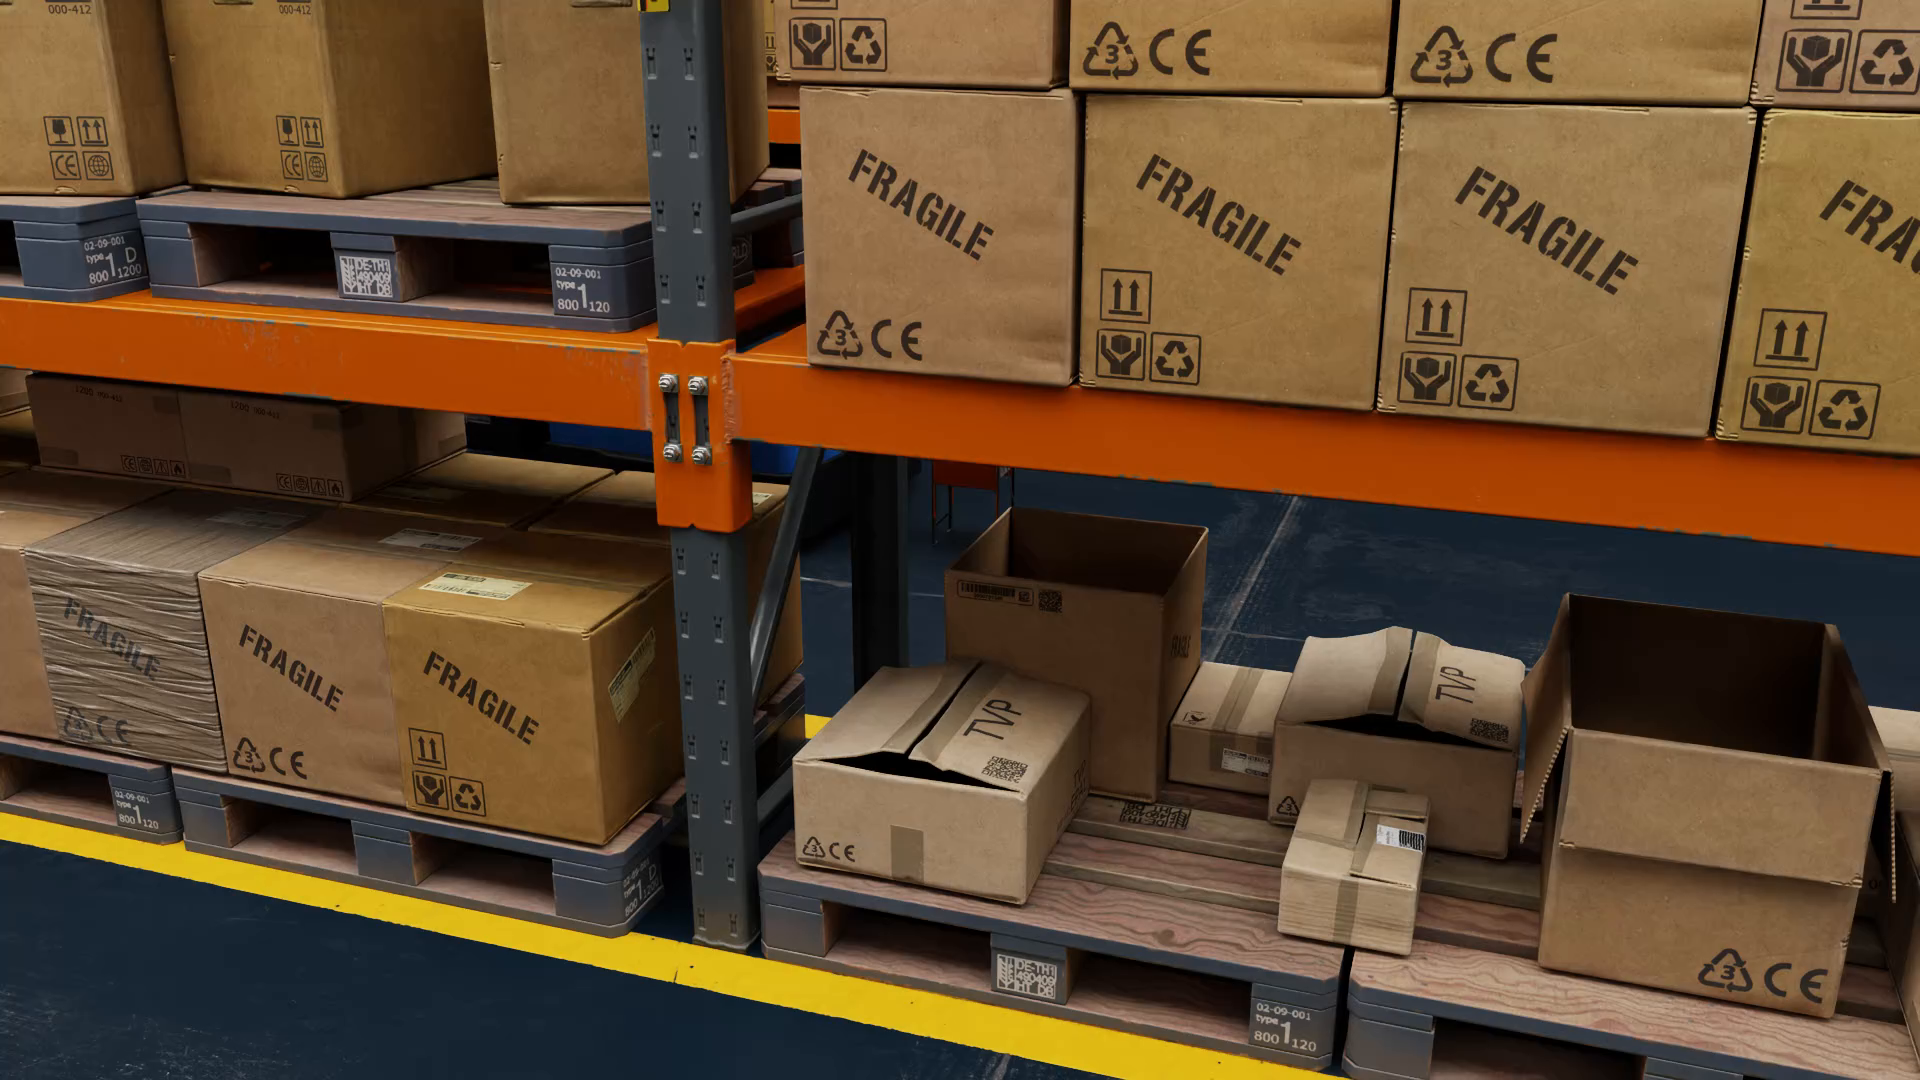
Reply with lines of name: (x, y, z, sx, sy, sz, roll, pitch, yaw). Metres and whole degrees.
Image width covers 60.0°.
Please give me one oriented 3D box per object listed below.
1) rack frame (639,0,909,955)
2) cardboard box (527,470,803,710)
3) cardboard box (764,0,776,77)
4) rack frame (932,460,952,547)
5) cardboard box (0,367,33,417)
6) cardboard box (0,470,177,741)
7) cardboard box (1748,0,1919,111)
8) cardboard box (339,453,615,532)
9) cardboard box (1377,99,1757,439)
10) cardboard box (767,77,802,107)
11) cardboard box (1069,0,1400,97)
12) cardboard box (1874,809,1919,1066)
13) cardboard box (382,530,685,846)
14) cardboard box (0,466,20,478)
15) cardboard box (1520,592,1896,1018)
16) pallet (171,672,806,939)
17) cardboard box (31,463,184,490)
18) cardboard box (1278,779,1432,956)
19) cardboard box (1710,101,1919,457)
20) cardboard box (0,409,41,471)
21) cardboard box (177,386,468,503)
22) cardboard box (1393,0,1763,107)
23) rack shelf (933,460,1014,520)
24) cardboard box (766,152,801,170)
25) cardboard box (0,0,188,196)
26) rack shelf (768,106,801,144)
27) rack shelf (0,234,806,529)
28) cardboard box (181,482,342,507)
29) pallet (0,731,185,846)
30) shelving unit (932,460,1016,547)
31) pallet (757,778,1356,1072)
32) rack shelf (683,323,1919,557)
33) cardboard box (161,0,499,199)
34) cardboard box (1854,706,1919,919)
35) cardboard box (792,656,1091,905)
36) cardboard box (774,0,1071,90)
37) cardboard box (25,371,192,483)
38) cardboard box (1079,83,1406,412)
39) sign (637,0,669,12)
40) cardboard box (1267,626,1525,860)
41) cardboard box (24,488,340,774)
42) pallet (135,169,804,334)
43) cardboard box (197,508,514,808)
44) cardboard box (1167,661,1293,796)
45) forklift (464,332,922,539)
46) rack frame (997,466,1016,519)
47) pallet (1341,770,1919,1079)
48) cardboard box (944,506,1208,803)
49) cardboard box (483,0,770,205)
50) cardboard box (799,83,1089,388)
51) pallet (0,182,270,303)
rack frame: (-0.352, -0.695, 3.512, 0.127, 3.000, 1.000, 7, 20, 18)
cardboard box: (-0.729, 0.150, 4.218, 0.500, 0.500, 0.500, 6, 20, 16)
cardboard box: (-0.679, -2.565, 8.244, 0.500, 0.500, 0.500, 7, 20, 20)
rack frame: (-0.065, -0.503, 5.925, 0.008, 1.050, 0.200, 7, 20, 18)
cardboard box: (-3.115, -0.475, 4.873, 0.500, 0.250, 0.500, 7, 21, 20)
cardboard box: (-2.331, 0.149, 4.220, 0.500, 0.500, 0.500, 6, 20, 16)
cardboard box: (1.462, -0.909, 2.455, 0.500, 0.500, 0.500, 7, 20, 20)
cardboard box: (-1.236, 0.096, 4.373, 0.500, 0.500, 0.500, 7, 20, 19)
cardboard box: (0.997, -0.493, 2.782, 0.500, 0.500, 0.500, 6, 20, 18)
cardboard box: (-0.820, -2.288, 8.435, 0.250, 0.149, 0.380, 7, 20, 18)
cardboard box: (0.489, -1.020, 2.774, 0.500, 0.500, 0.500, 6, 20, 16)
cardboard box: (1.945, 0.734, 2.922, 0.500, 0.250, 0.500, 7, 20, 18)
cardboard box: (-0.912, 0.314, 3.748, 0.500, 0.500, 0.500, 6, 20, 18)
cardboard box: (-2.825, 0.094, 4.377, 0.500, 0.500, 0.500, 6, 20, 17)
cardboard box: (1.425, 0.478, 3.273, 0.637, 0.503, 0.797, 7, 20, 18)
pallet: (-1.132, 0.546, 4.189, 1.213, 0.211, 1.003, 7, 20, 18)
cardboard box: (-2.183, -0.015, 4.692, 0.500, 0.500, 0.500, 6, 20, 16)
cardboard box: (0.794, 0.638, 3.324, 0.250, 0.166, 0.380, 7, 20, 18)
cardboard box: (1.478, -0.439, 2.625, 0.500, 0.500, 0.500, 6, 20, 17)
cardboard box: (-2.681, -0.070, 4.849, 0.500, 0.500, 0.500, 6, 20, 16)
cardboard box: (-1.673, -0.312, 4.405, 0.500, 0.250, 0.500, 7, 20, 18)
cardboard box: (0.974, -0.964, 2.615, 0.500, 0.500, 0.500, 6, 20, 16)
rack shelf: (0.051, -0.218, 5.982, 0.240, 0.259, 0.215, 7, 20, 18)
cardboard box: (-1.031, -1.634, 8.834, 0.750, 0.750, 0.750, 6, 20, 18)
cardboard box: (-2.041, -1.112, 3.919, 0.500, 0.500, 0.700, 1, 19, 4)
rack shelf: (-0.619, -2.112, 8.670, 4.000, 0.370, 1.077, 7, 20, 18)
rack shelf: (-2.241, -0.571, 4.250, 4.000, 0.370, 1.077, 7, 20, 18)
cardboard box: (-1.706, 0.039, 4.535, 0.500, 0.500, 0.500, 7, 20, 19)
pallet: (-2.289, 0.415, 4.566, 1.213, 0.211, 1.003, 7, 20, 18)
shelving unit: (0.051, -0.490, 5.887, 0.252, 1.050, 0.215, 7, 20, 18)
pallet: (0.297, 0.697, 3.757, 1.213, 0.211, 1.003, 7, 20, 18)
rack shelf: (1.538, -0.139, 3.010, 4.000, 0.370, 1.077, 7, 20, 18)
cardboard box: (-1.396, -1.115, 3.929, 0.500, 0.500, 0.700, 10, 22, 27)
cardboard box: (2.062, 0.573, 3.384, 0.500, 0.250, 0.500, 7, 20, 18)
cardboard box: (-0.026, 0.480, 3.559, 0.500, 0.311, 0.500, 7, 20, 18)
cardboard box: (0.001, -1.076, 2.934, 0.500, 0.500, 0.500, 7, 20, 19)
cardboard box: (-2.147, -0.366, 4.560, 0.500, 0.250, 0.500, 6, 20, 17)
cardboard box: (0.525, -0.548, 2.939, 0.500, 0.500, 0.500, 7, 20, 19)
sign: (-0.530, -1.068, 2.825, 0.005, 0.325, 0.100, 7, 20, 18)
cardboard box: (0.988, 0.422, 3.726, 0.500, 0.311, 0.500, 7, 20, 18)
cardboard box: (-1.850, 0.203, 4.065, 0.500, 0.500, 0.500, 7, 20, 19)
pallet: (-1.071, -0.724, 3.888, 1.213, 0.211, 1.003, 7, 20, 18)
cardboard box: (-1.376, 0.258, 3.909, 0.500, 0.500, 0.500, 7, 20, 18)
cardboard box: (0.654, 0.439, 3.922, 0.250, 0.149, 0.380, 7, 20, 18)
forklift: (-1.712, -1.669, 6.412, 3.031, 2.935, 1.130, 9, 21, 24)
rack frame: (0.166, -0.477, 5.849, 0.008, 1.050, 0.200, 7, 20, 18)
pallet: (1.453, 0.828, 3.381, 1.213, 0.211, 1.003, 7, 20, 18)
cardboard box: (0.280, 0.251, 3.927, 0.500, 0.500, 0.500, 7, 20, 18)
cardboard box: (-0.726, -1.061, 3.773, 0.500, 0.500, 0.700, 0, 19, 0)
cardboard box: (0.040, -0.602, 3.094, 0.500, 0.500, 0.500, 7, 20, 19)
pallet: (-2.292, -0.827, 4.184, 1.213, 0.211, 1.003, 7, 20, 18)
